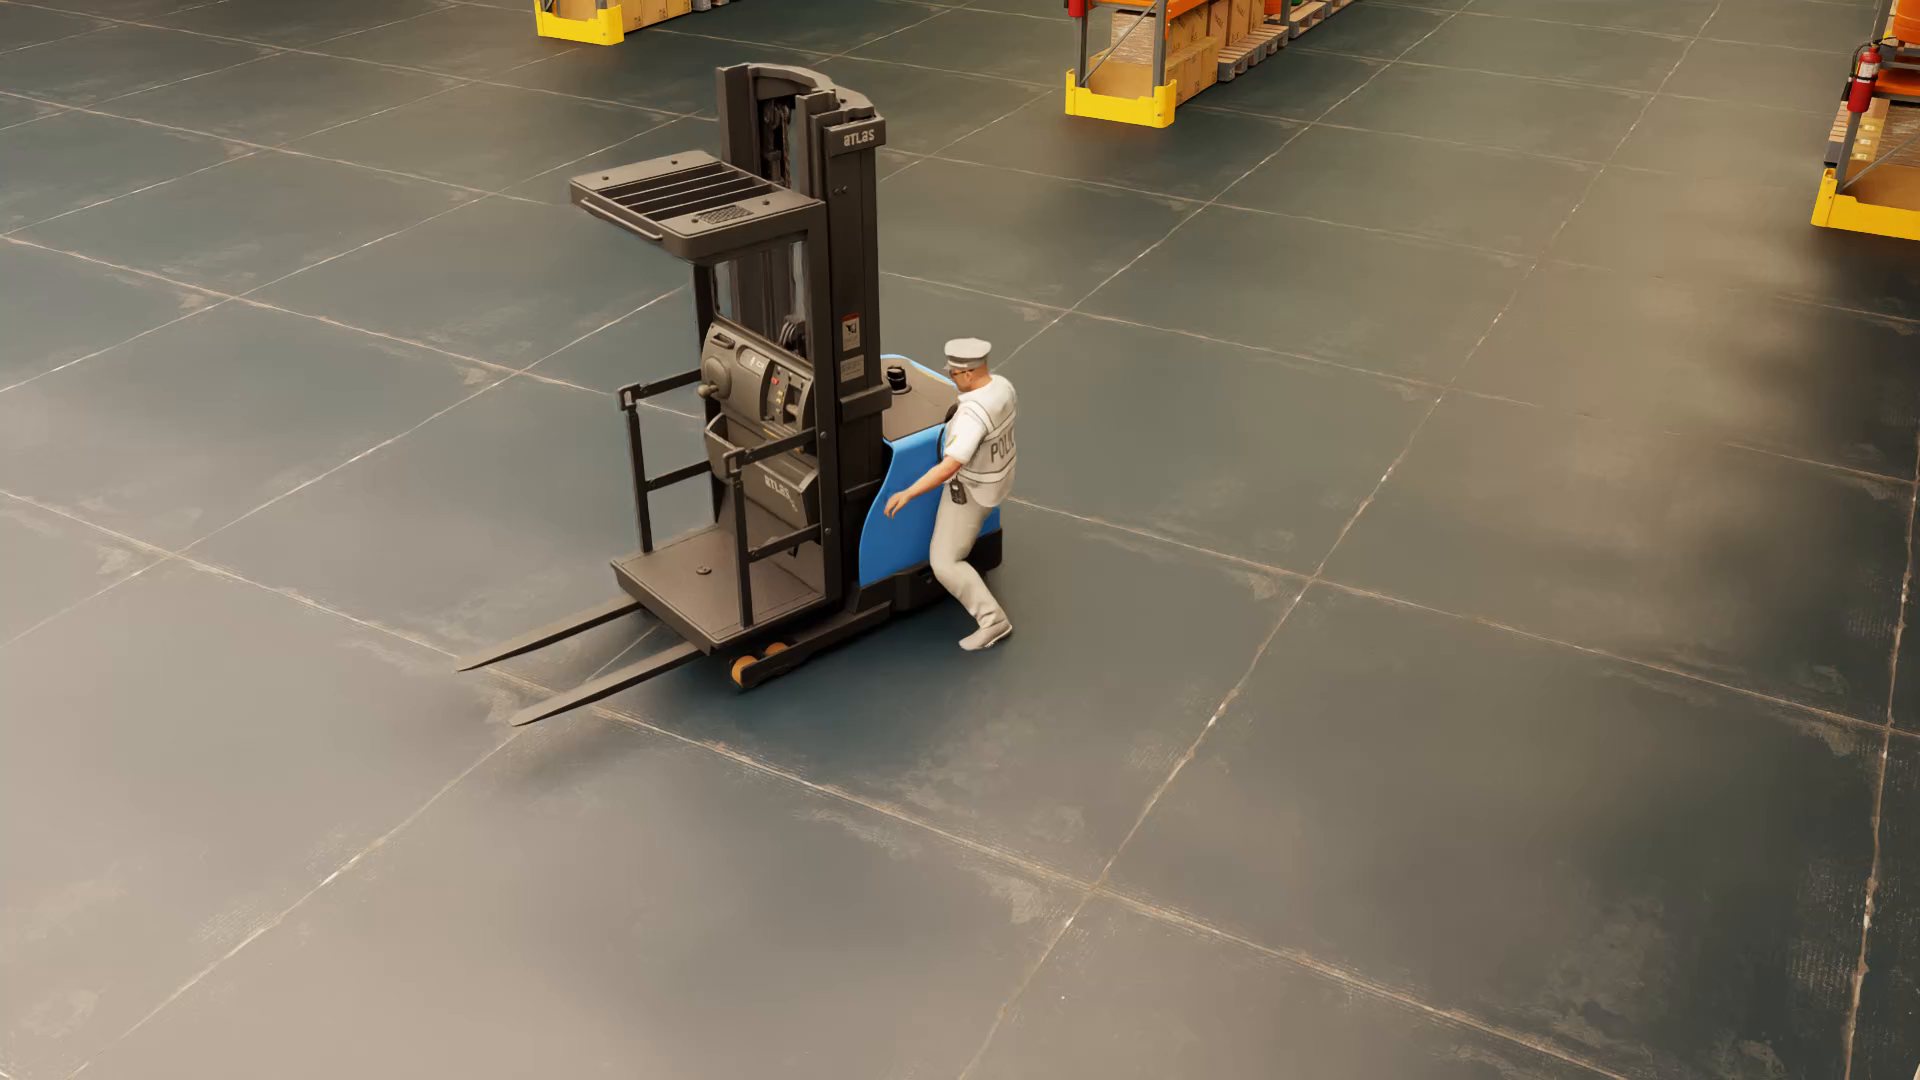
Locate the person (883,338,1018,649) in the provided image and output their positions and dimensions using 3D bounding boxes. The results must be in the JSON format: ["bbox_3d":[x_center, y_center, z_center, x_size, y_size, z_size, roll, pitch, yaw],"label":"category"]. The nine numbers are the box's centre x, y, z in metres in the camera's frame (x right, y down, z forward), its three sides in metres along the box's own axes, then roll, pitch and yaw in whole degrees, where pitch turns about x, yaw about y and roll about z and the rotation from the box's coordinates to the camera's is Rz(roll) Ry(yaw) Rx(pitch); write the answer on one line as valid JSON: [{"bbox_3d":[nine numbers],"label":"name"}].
[{"bbox_3d":[0.028,-0.315,8.985,0.721,1.627,0.972,12,32,20],"label":"person"}]

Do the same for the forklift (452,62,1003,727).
[{"bbox_3d":[-1.208,-0.795,8.448,3.031,2.935,1.130,-23,37,-34],"label":"forklift"}]
